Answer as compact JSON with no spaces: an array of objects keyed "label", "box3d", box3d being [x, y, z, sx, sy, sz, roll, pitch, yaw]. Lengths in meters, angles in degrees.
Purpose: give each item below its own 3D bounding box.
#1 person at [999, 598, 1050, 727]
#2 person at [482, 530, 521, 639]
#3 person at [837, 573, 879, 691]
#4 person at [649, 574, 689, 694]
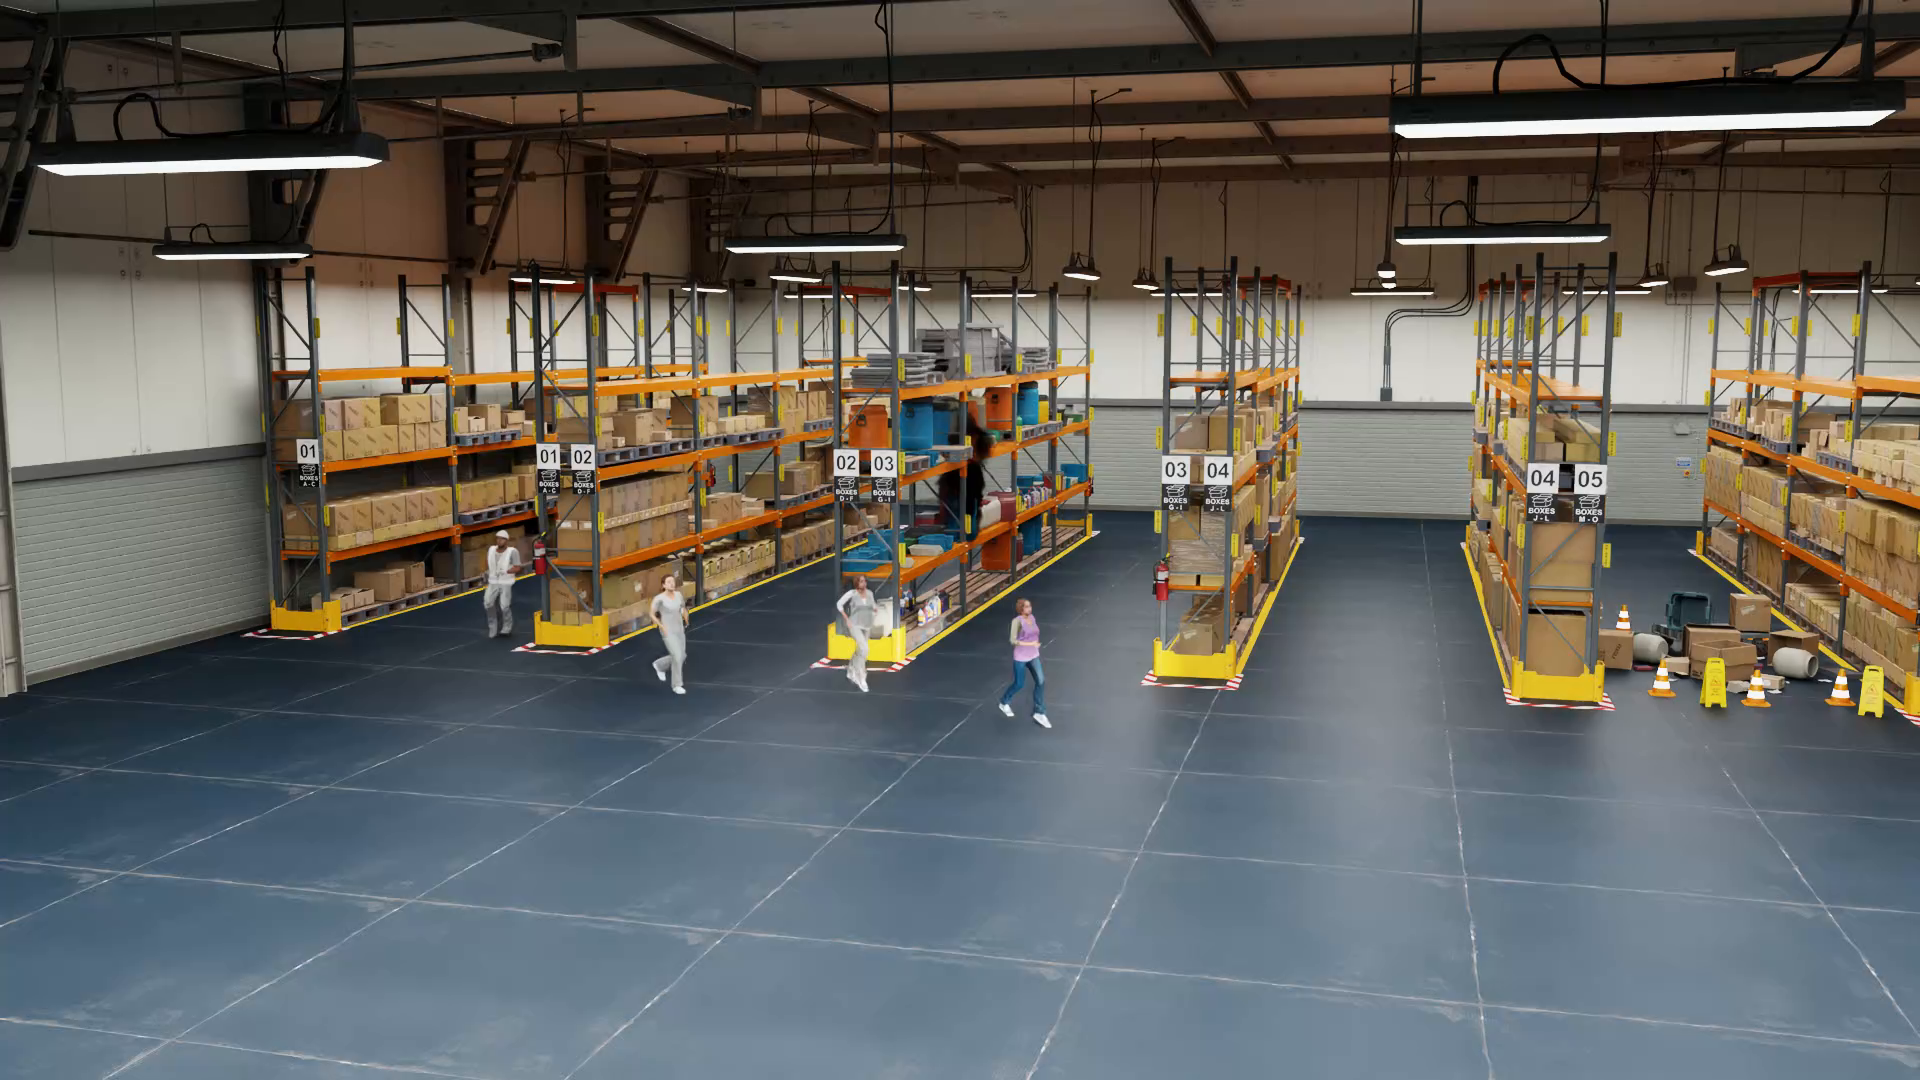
[{"label":"person","box3d":[0.821,1.535,21.181,0.545,1.625,0.798,-6,10,-41]},{"label":"person","box3d":[-7.451,0.719,27.004,0.663,1.773,0.691,1,7,7]},{"label":"person","box3d":[-1.397,1.266,23.251,0.531,1.626,0.709,-5,9,-36]},{"label":"person","box3d":[-4.029,1.282,23.053,0.687,1.653,0.564,7,10,44]}]
